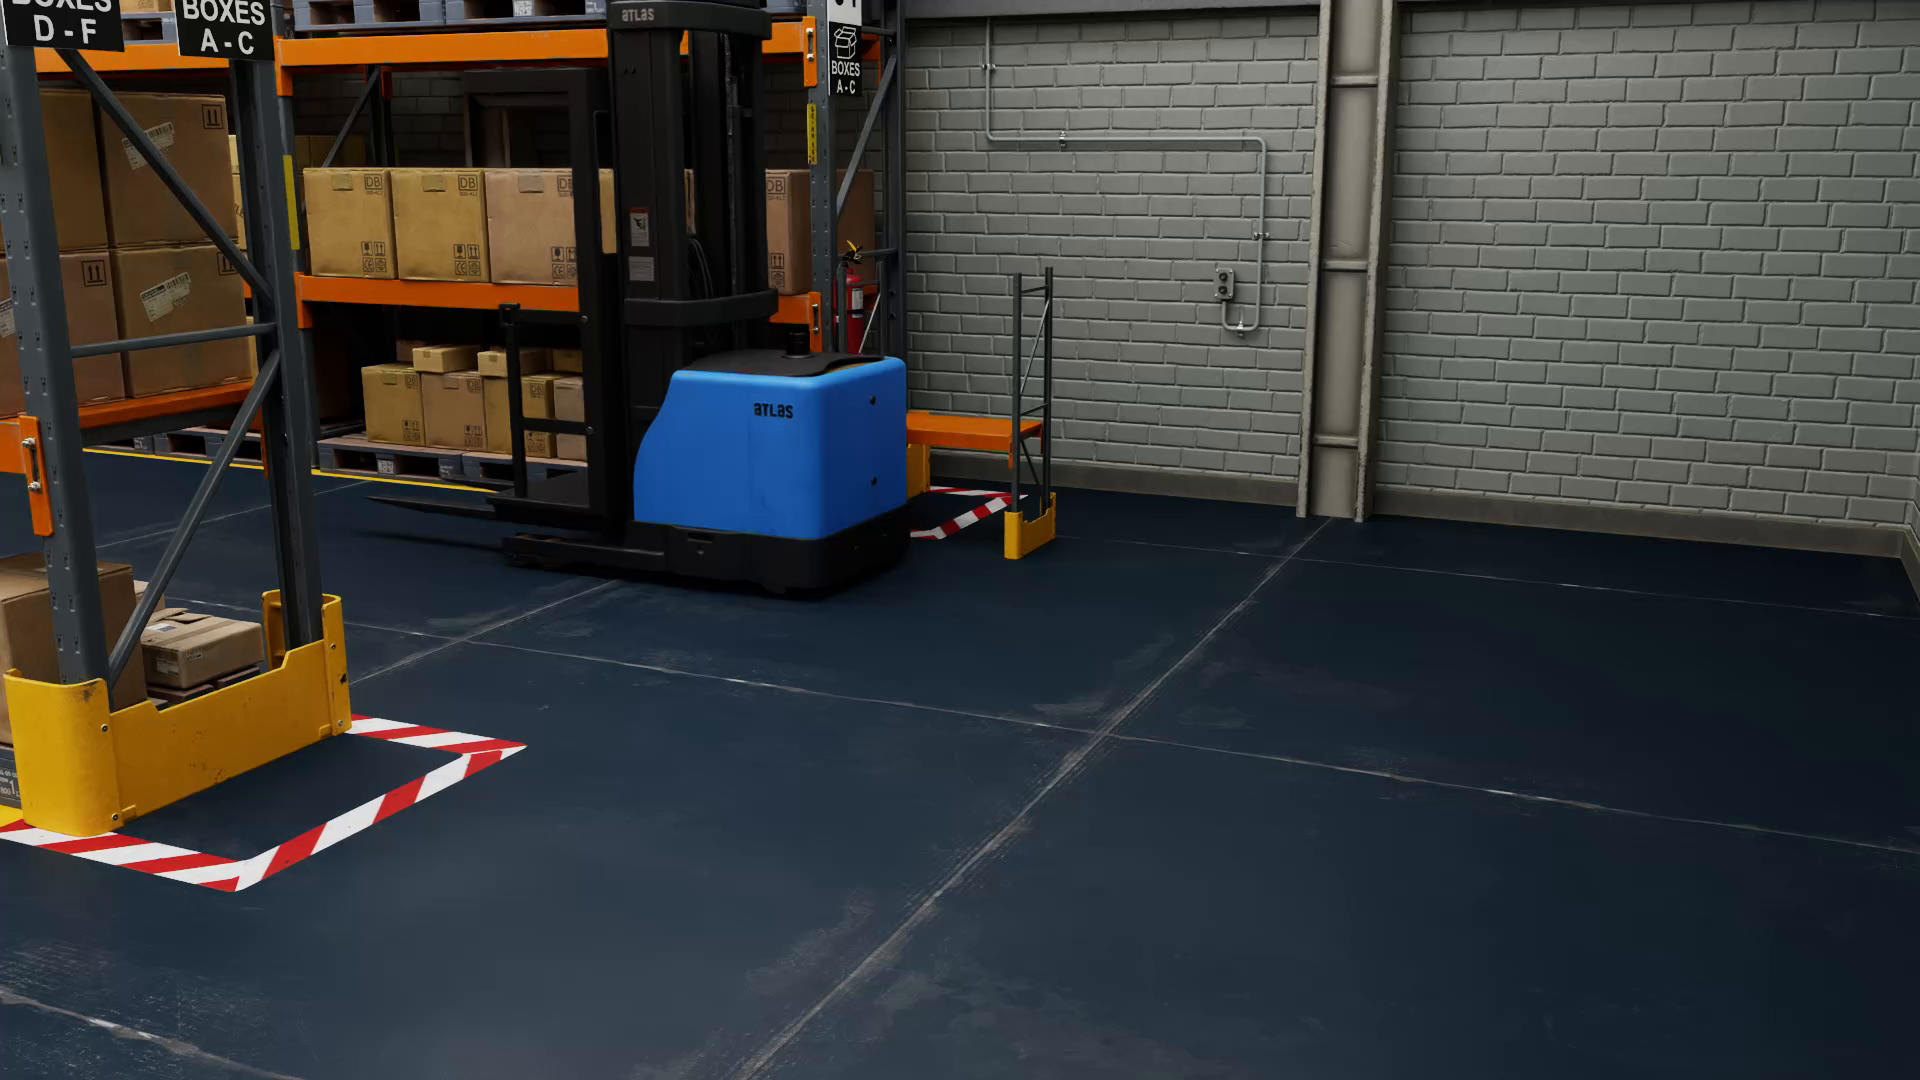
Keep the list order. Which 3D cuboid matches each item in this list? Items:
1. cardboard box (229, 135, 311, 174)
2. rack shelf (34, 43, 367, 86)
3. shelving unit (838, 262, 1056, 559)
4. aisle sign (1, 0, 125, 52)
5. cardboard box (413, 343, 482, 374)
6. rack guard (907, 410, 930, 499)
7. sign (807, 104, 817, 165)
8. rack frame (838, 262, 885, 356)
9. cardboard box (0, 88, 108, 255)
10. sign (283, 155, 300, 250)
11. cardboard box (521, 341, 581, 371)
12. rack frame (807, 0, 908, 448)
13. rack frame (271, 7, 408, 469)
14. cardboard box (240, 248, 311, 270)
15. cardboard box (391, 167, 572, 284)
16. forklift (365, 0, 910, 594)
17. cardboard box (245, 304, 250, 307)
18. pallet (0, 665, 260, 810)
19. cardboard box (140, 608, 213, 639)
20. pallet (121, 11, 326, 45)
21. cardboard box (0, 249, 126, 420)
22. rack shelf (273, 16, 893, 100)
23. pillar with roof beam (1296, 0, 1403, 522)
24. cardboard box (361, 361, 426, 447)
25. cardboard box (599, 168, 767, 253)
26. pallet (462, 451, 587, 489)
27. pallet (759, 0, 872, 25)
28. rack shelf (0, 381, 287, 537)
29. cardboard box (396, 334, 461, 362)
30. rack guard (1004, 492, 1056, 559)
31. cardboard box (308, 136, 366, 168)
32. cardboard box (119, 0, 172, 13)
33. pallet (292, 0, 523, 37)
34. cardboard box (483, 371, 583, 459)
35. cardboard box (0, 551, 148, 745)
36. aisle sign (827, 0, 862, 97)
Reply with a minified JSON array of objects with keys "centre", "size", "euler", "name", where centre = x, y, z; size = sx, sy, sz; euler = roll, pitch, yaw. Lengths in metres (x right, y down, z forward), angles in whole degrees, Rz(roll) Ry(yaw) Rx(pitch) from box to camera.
[{"centre":[-4.773,-2.610,11.258],"size":[0.500,0.250,0.500],"euler":[6,15,25],"name":"cardboard box"},{"centre":[-6.071,-3.347,11.963],"size":[4.000,0.370,1.077],"euler":[6,14,23],"name":"rack shelf"},{"centre":[-0.070,-0.737,9.114],"size":[1.083,1.500,0.587],"euler":[6,14,23],"name":"shelving unit"},{"centre":[-2.650,-1.842,4.850],"size":[0.004,0.787,0.394],"euler":[6,14,23],"name":"aisle sign"},{"centre":[-3.361,-1.195,10.914],"size":[0.250,0.149,0.380],"euler":[6,15,25],"name":"cardboard box"},{"centre":[-0.564,-0.463,10.133],"size":[0.348,0.500,1.175],"euler":[6,14,23],"name":"rack guard"},{"centre":[-0.818,-2.249,9.220],"size":[0.005,0.325,0.100],"euler":[6,14,23],"name":"sign"},{"centre":[-0.543,-0.785,9.318],"size":[0.032,1.500,0.500],"euler":[6,14,23],"name":"rack frame"},{"centre":[-3.107,-1.166,5.251],"size":[0.500,0.500,0.500],"euler":[6,14,23],"name":"cardboard box"},{"centre":[-2.369,-1.182,5.831],"size":[0.005,0.325,0.100],"euler":[6,14,23],"name":"sign"},{"centre":[-2.698,-1.224,11.036],"size":[0.250,0.149,0.380],"euler":[6,14,24],"name":"cardboard box"},{"centre":[-0.586,-1.682,9.857],"size":[0.127,3.000,1.000],"euler":[6,14,23],"name":"rack frame"},{"centre":[-4.243,-2.052,11.435],"size":[0.127,3.000,1.000],"euler":[6,14,23],"name":"rack frame"},{"centre":[-4.667,-1.912,11.342],"size":[0.250,0.149,0.380],"euler":[6,14,24],"name":"cardboard box"},{"centre":[-3.088,-2.076,10.879],"size":[0.700,0.700,0.980],"euler":[5,14,22],"name":"cardboard box"},{"centre":[-1.820,-1.372,8.687],"size":[3.031,2.935,1.130],"euler":[6,15,24],"name":"forklift"},{"centre":[-5.704,-1.325,12.121],"size":[0.750,0.750,0.750],"euler":[6,15,25],"name":"cardboard box"},{"centre":[-3.387,0.630,6.108],"size":[1.213,0.211,1.003],"euler":[6,14,23],"name":"pallet"},{"centre":[-3.061,0.384,6.289],"size":[0.250,0.166,0.380],"euler":[6,14,23],"name":"cardboard box"},{"centre":[-5.101,-3.494,11.431],"size":[1.217,0.209,0.805],"euler":[5,14,21],"name":"pallet"},{"centre":[-3.108,-0.680,5.369],"size":[0.500,0.500,0.500],"euler":[6,15,25],"name":"cardboard box"},{"centre":[-2.414,-2.977,10.385],"size":[4.000,0.370,1.077],"euler":[6,14,23],"name":"rack shelf"},{"centre":[0.490,-3.634,5.045],"size":[0.400,9.000,9.100],"euler":[6,14,23],"name":"pillar with roof beam"},{"centre":[-3.601,-0.949,11.286],"size":[0.500,0.500,0.700],"euler":[6,14,24],"name":"cardboard box"},{"centre":[-1.726,-1.938,10.292],"size":[0.700,0.700,0.980],"euler":[6,14,23],"name":"cardboard box"},{"centre":[-2.460,-0.495,10.904],"size":[1.213,0.211,1.003],"euler":[6,14,23],"name":"pallet"},{"centre":[-1.268,-3.166,9.808],"size":[1.213,0.211,1.003],"euler":[6,14,23],"name":"pallet"},{"centre":[-4.417,-0.482,6.317],"size":[4.000,0.370,1.077],"euler":[6,14,23],"name":"rack shelf"},{"centre":[-3.653,-1.320,11.446],"size":[0.250,0.149,0.380],"euler":[6,14,23],"name":"cardboard box"},{"centre":[0.386,-0.083,9.060],"size":[0.087,0.250,0.587],"euler":[6,14,23],"name":"rack guard"},{"centre":[-4.558,-2.718,11.715],"size":[0.500,0.250,0.500],"euler":[6,15,25],"name":"cardboard box"},{"centre":[-5.538,-3.918,11.637],"size":[0.500,0.500,0.700],"euler":[5,14,22],"name":"cardboard box"},{"centre":[-3.499,-3.391,10.770],"size":[1.213,0.211,1.003],"euler":[6,14,23],"name":"pallet"},{"centre":[-2.674,-0.854,10.881],"size":[0.500,0.500,0.700],"euler":[6,15,25],"name":"cardboard box"},{"centre":[-3.186,0.357,5.677],"size":[0.500,0.500,0.500],"euler":[6,14,23],"name":"cardboard box"},{"centre":[-0.641,-2.878,9.265],"size":[0.004,0.787,0.394],"euler":[6,14,23],"name":"aisle sign"}]
